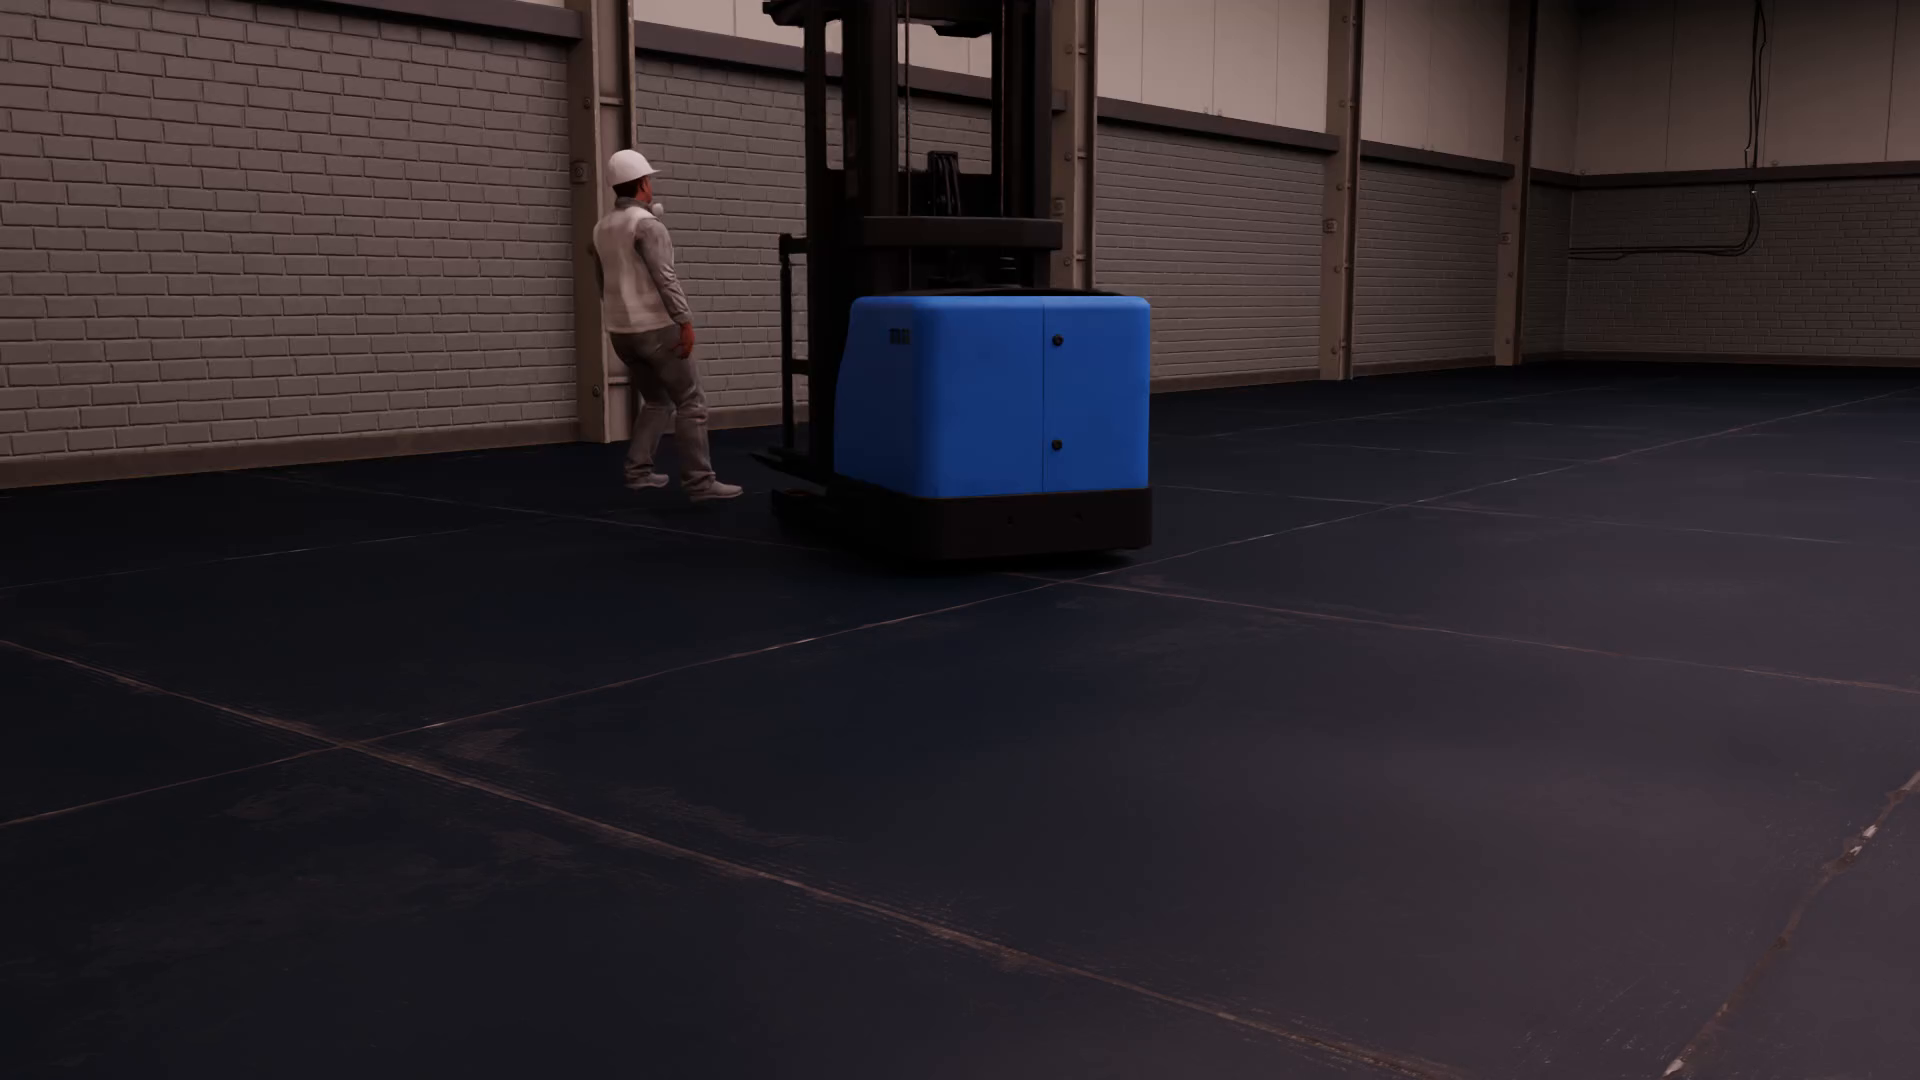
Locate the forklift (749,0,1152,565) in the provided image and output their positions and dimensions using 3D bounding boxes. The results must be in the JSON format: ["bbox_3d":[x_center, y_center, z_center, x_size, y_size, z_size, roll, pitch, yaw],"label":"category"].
[{"bbox_3d":[-0.260,-1.527,7.717,1.130,2.935,3.031,-3,9,-23],"label":"forklift"}]

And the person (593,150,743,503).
[{"bbox_3d":[-1.524,-1.084,8.484,0.593,1.759,0.663,-8,11,-43],"label":"person"}]
